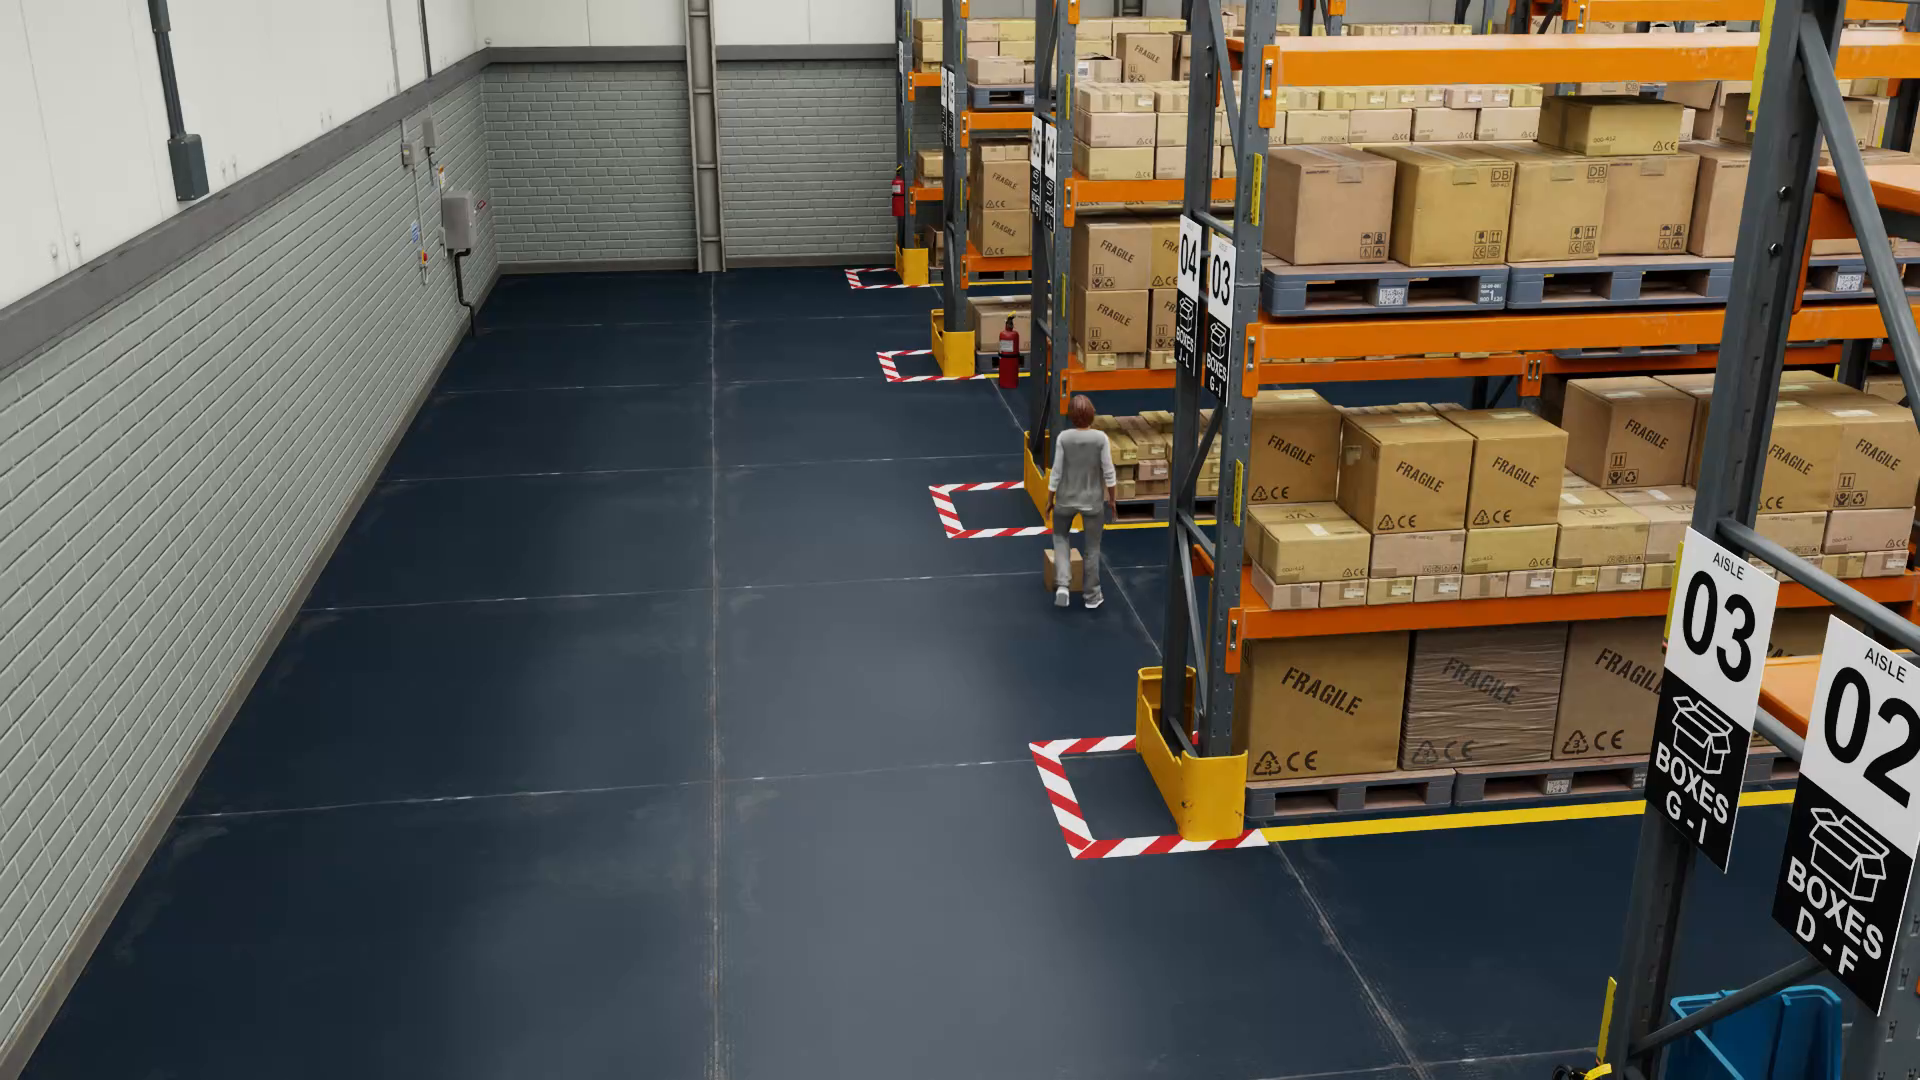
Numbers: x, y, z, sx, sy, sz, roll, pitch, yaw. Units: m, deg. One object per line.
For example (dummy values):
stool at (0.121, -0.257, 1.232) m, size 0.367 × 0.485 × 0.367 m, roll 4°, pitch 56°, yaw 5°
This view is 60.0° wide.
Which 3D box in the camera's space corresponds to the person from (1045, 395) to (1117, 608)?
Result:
person at (0.856, -0.250, 11.762) m, size 0.507 × 1.581 × 0.434 m, roll 2°, pitch 20°, yaw 4°
